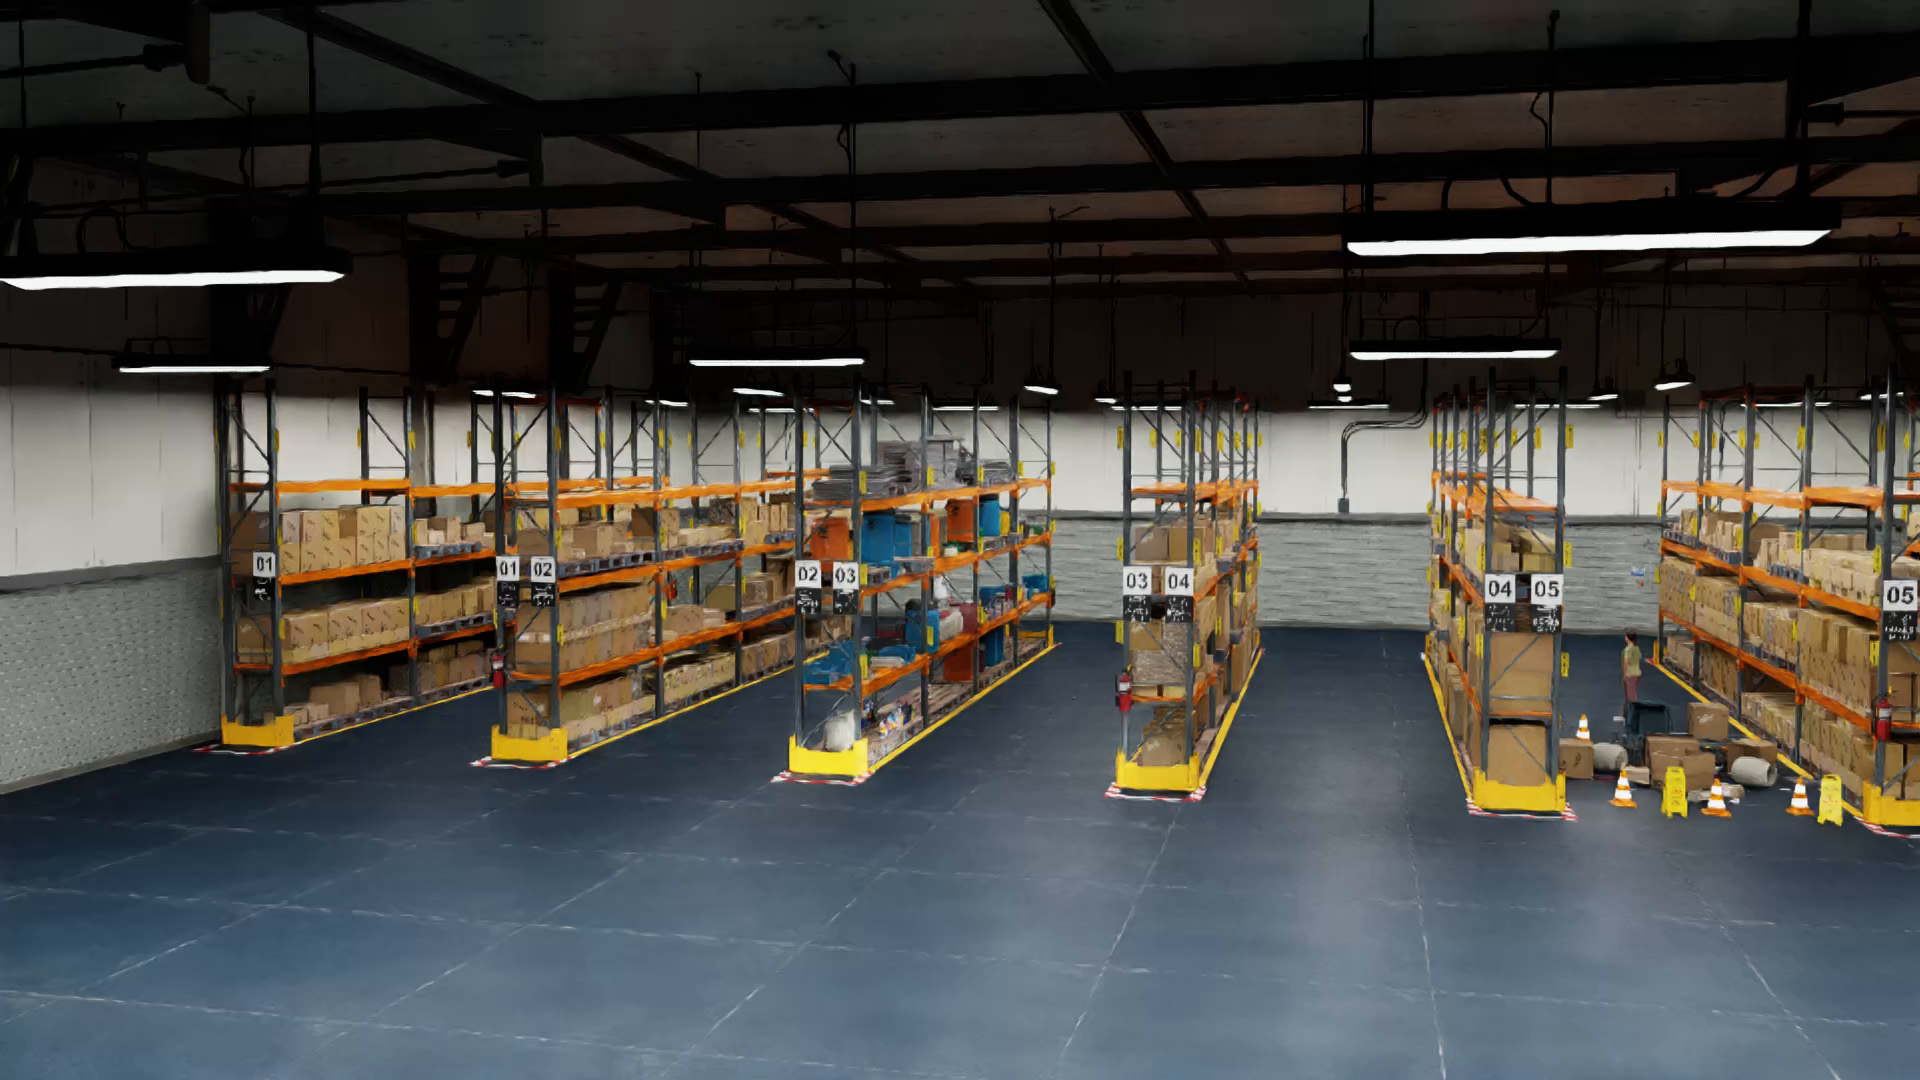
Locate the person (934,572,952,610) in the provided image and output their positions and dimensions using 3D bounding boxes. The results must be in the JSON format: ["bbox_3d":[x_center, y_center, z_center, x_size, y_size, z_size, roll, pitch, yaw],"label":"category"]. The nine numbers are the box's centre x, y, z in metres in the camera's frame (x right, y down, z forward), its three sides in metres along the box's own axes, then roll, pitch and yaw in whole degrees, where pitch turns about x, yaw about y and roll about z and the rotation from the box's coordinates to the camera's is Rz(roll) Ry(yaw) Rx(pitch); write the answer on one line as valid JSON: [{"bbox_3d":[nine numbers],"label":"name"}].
[{"bbox_3d":[-0.429,1.518,43.404,0.496,1.784,0.637,-1,4,-23],"label":"person"}]

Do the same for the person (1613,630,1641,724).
[{"bbox_3d":[11.741,2.399,29.210,0.560,1.666,0.560,3,5,42],"label":"person"}]
